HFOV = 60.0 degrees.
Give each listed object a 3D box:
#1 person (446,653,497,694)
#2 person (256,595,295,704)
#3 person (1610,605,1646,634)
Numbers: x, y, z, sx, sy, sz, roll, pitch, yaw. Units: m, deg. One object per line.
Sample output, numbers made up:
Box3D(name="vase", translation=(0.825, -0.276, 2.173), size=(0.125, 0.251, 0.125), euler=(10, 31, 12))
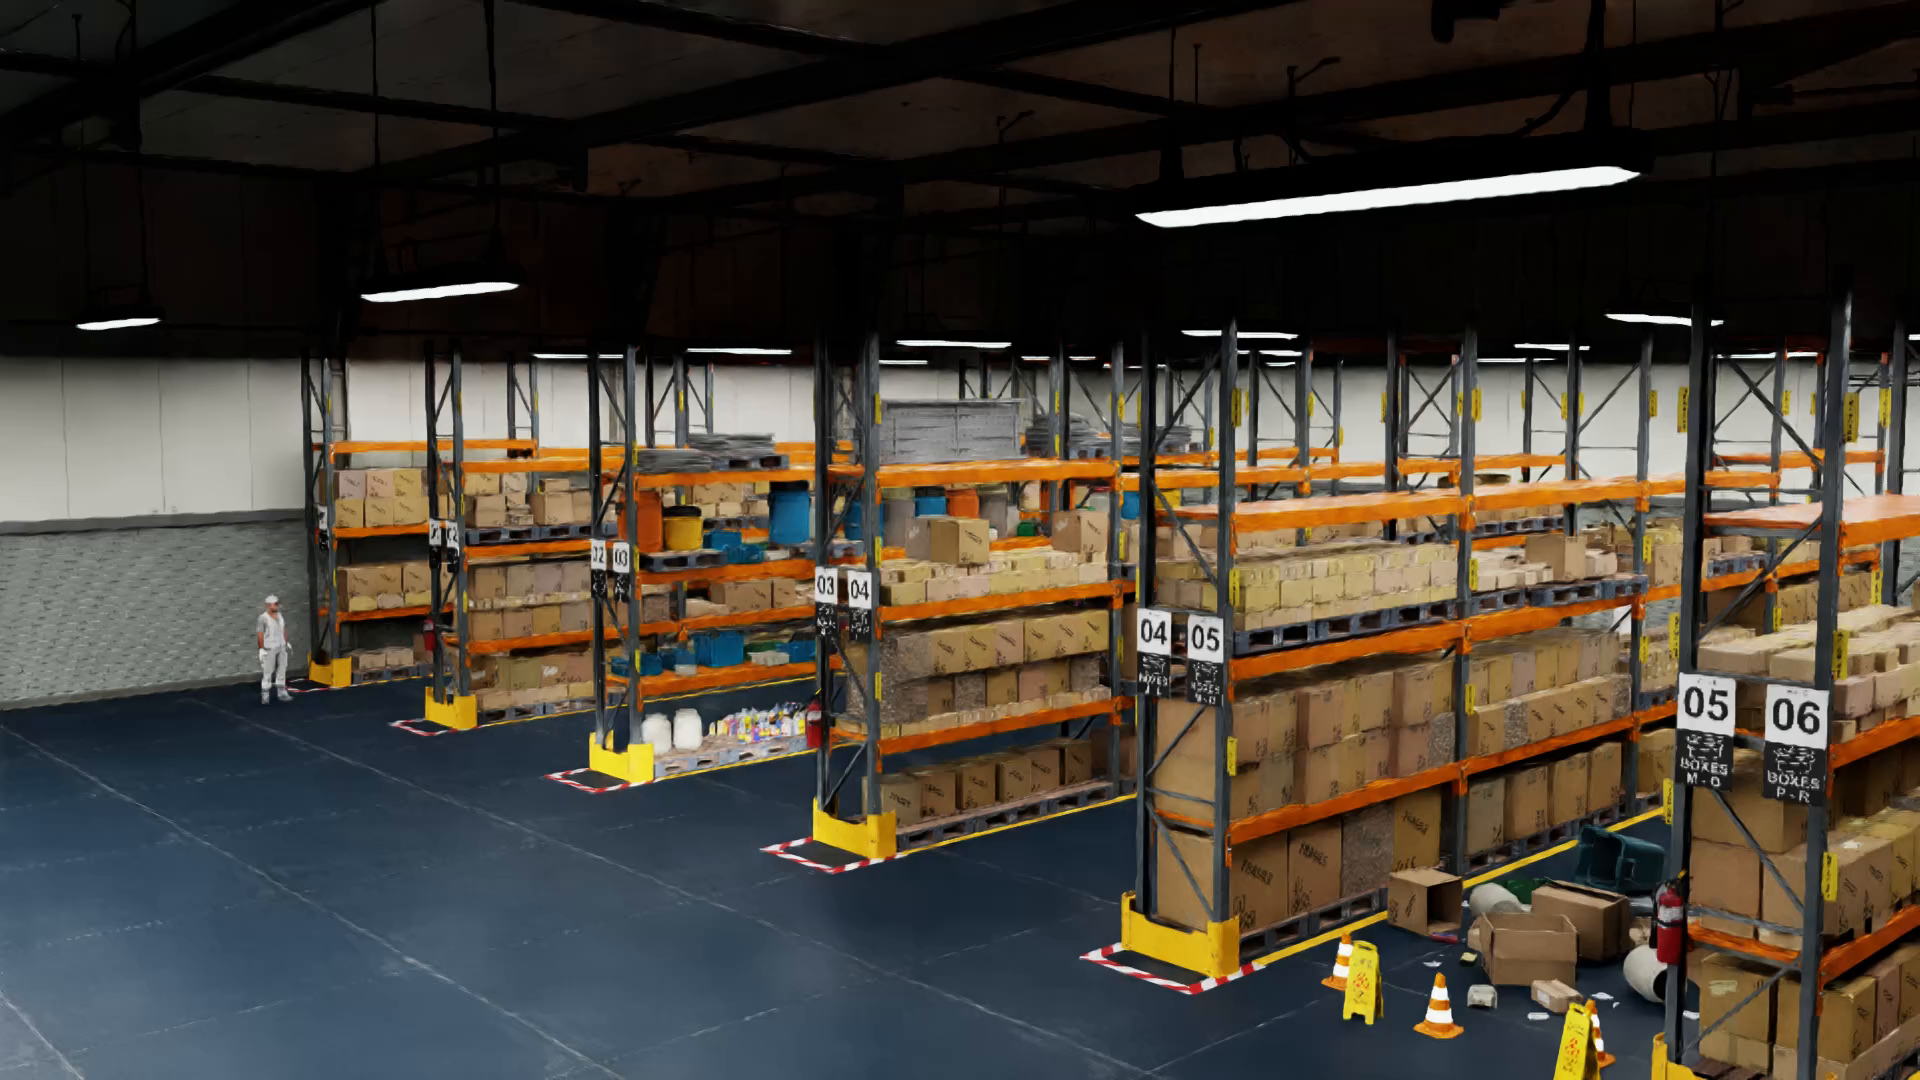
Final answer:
Box3D(name="person", translation=(-8.421, 1.882, 28.524), size=(1.043, 1.514, 0.418), euler=(-4, 7, -40))
Box3D(name="person", translation=(-11.422, 1.814, 27.743), size=(0.400, 1.786, 0.649), euler=(2, 6, 24))
Box3D(name="person", translation=(11.497, 1.736, 28.702), size=(0.678, 1.773, 0.629), euler=(-1, 5, -13))
